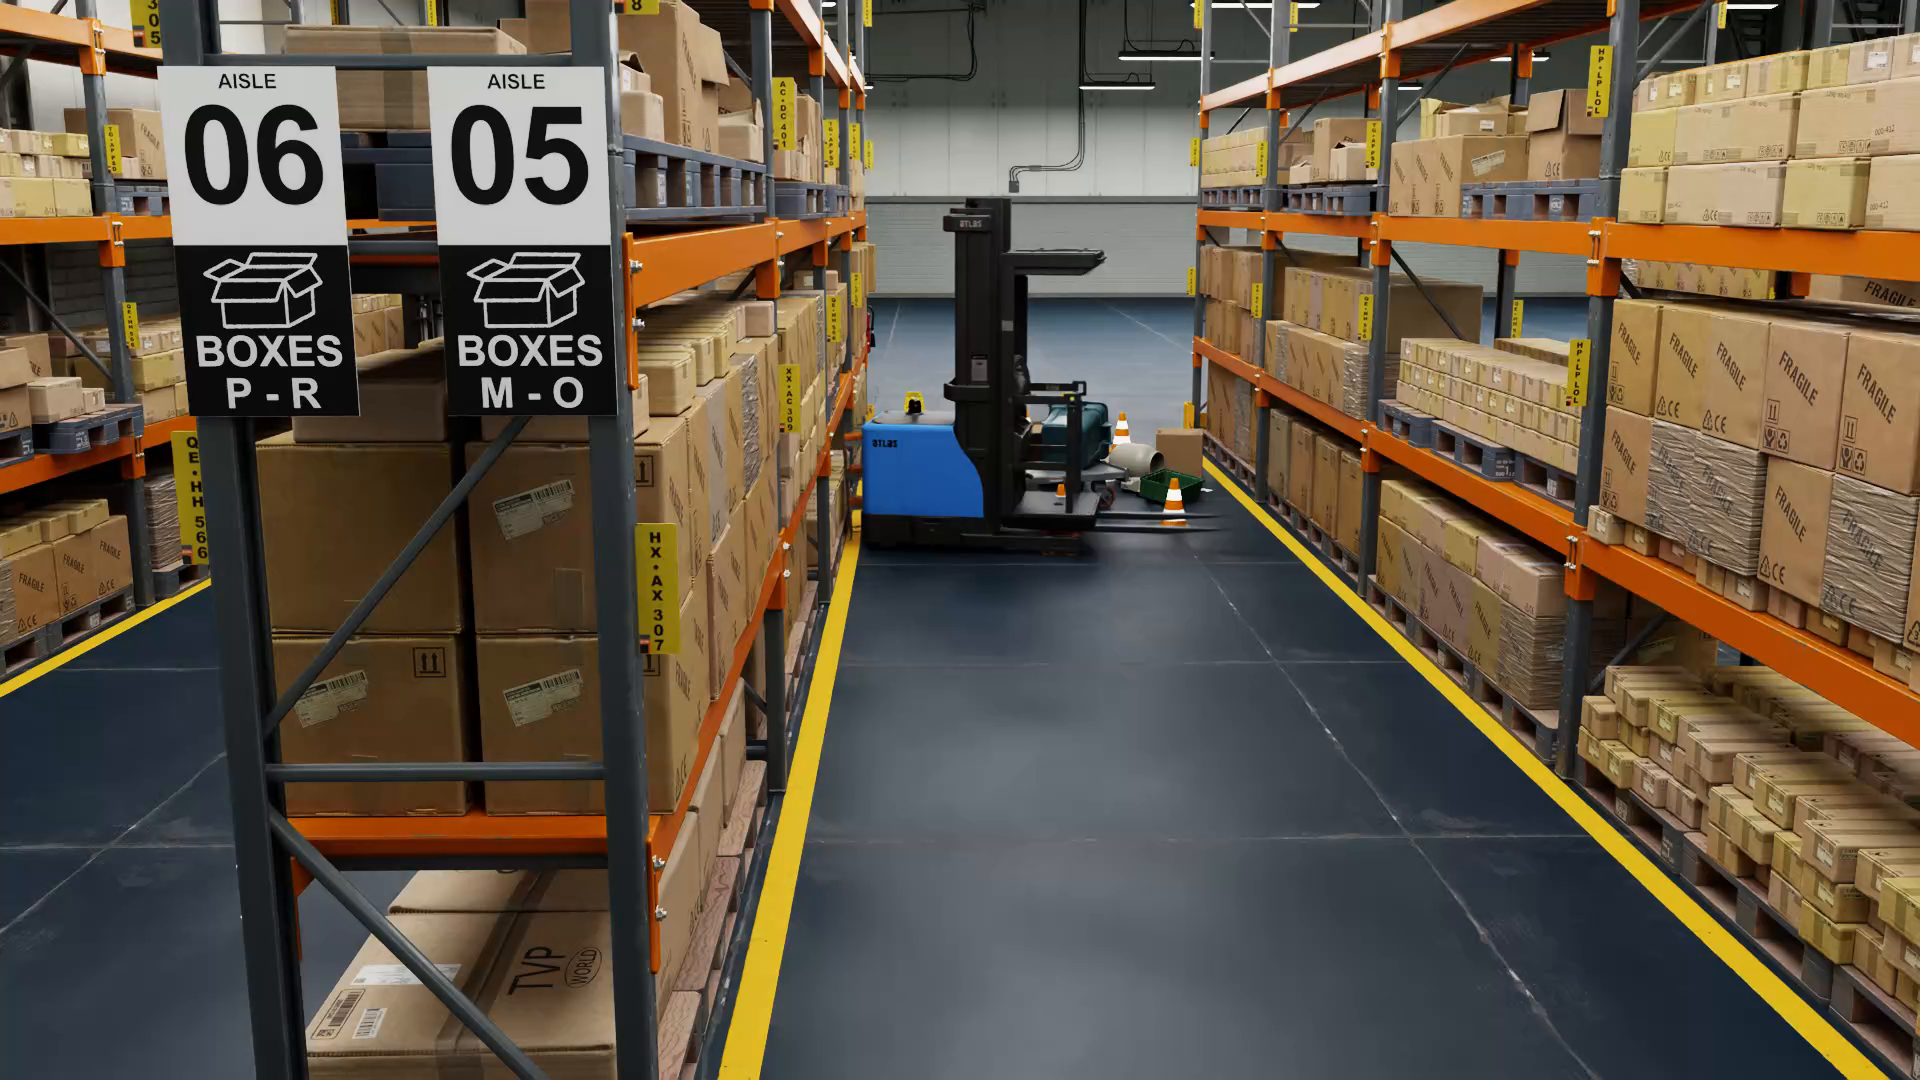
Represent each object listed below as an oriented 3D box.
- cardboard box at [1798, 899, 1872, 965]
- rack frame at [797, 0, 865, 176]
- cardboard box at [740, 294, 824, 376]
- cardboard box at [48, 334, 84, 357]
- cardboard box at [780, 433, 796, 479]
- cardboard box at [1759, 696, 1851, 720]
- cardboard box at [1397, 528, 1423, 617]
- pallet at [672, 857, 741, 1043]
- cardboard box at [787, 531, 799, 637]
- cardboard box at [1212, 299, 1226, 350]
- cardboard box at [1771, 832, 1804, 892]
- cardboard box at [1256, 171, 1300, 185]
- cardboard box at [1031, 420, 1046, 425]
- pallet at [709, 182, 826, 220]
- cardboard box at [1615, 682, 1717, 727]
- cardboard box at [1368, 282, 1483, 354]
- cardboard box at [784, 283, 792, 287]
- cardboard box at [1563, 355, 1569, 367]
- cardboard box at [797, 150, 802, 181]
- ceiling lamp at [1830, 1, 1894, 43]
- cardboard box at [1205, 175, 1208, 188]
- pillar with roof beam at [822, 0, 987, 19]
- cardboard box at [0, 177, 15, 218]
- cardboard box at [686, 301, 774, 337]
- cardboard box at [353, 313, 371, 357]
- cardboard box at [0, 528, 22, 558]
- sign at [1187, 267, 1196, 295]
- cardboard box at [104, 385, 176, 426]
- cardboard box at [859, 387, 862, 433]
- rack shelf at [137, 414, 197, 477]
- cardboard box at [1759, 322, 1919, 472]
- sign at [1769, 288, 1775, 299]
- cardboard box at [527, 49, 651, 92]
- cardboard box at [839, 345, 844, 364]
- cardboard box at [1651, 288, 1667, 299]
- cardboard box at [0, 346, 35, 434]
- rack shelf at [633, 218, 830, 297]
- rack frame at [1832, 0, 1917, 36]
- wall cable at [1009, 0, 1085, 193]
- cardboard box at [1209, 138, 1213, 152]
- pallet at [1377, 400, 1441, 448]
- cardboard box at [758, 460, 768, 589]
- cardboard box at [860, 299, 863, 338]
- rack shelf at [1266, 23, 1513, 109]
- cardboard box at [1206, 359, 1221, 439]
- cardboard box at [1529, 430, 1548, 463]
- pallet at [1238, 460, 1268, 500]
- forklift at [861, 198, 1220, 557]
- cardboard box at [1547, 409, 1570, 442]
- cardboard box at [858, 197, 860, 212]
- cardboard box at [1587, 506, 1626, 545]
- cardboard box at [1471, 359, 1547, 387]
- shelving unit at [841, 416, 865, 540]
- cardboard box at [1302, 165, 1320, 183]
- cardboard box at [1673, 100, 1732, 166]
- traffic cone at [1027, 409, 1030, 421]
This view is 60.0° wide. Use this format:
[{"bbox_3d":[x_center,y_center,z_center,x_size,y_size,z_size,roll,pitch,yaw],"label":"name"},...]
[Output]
[{"bbox_3d":[3.326,1.428,6.089,0.380,0.149,0.250,-1,11,-4],"label":"cardboard box"},{"bbox_3d":[-1.620,-5.537,19.217,1.000,3.000,0.127,0,11,-1],"label":"rack frame"},{"bbox_3d":[-1.164,-1.342,10.861,0.500,0.500,0.500,0,11,0],"label":"cardboard box"},{"bbox_3d":[-6.627,-1.416,12.111,0.380,0.149,0.250,0,11,1],"label":"cardboard box"},{"bbox_3d":[-1.100,-0.471,8.457,0.500,0.250,0.500,-1,11,-3],"label":"cardboard box"},{"bbox_3d":[3.899,0.818,7.600,0.380,0.149,0.250,0,11,-2],"label":"cardboard box"},{"bbox_3d":[3.265,0.214,11.190,0.500,0.500,0.500,0,11,0],"label":"cardboard box"},{"bbox_3d":[-1.407,1.550,6.387,1.003,0.211,1.213,0,11,-1],"label":"pallet"},{"bbox_3d":[-1.510,0.144,10.592,0.875,0.875,0.875,0,11,0],"label":"cardboard box"},{"bbox_3d":[3.299,-2.416,18.545,0.875,0.550,0.550,0,11,-1],"label":"cardboard box"},{"bbox_3d":[3.338,1.228,6.326,0.380,0.149,0.250,0,11,2],"label":"cardboard box"},{"bbox_3d":[3.082,-3.515,16.119,0.380,0.149,0.250,0,11,-1],"label":"cardboard box"},{"bbox_3d":[0.947,-1.034,18.392,0.797,0.503,0.637,-10,15,-40],"label":"cardboard box"},{"bbox_3d":[-1.363,-2.034,9.970,1.003,0.211,1.213,0,11,1],"label":"pallet"},{"bbox_3d":[3.321,0.773,7.824,0.380,0.149,0.250,0,11,2],"label":"cardboard box"},{"bbox_3d":[3.493,-1.675,12.505,0.700,0.500,0.500,0,11,-1],"label":"cardboard box"},{"bbox_3d":[-1.815,-2.108,15.347,0.500,0.500,0.500,0,11,0],"label":"cardboard box"},{"bbox_3d":[3.985,-1.068,10.360,0.380,0.149,0.250,0,11,2],"label":"cardboard box"},{"bbox_3d":[-1.049,-2.025,8.985,0.380,0.166,0.250,-1,12,-5],"label":"cardboard box"},{"bbox_3d":[18.712,-11.728,35.052,2.000,3.185,0.800,0,11,-1],"label":"ceiling lamp"},{"bbox_3d":[3.019,-4.119,19.095,0.380,0.149,0.250,0,11,-1],"label":"cardboard box"},{"bbox_3d":[-3.785,-11.354,47.894,9.100,9.000,0.548,0,11,-1],"label":"pillar with roof beam"},{"bbox_3d":[-6.143,-2.081,10.106,0.500,0.250,0.500,0,11,-1],"label":"cardboard box"},{"bbox_3d":[-1.048,-1.008,7.586,0.380,0.149,0.250,0,11,-2],"label":"cardboard box"},{"bbox_3d":[-6.276,-2.022,16.730,0.500,0.500,0.500,0,11,0],"label":"cardboard box"},{"bbox_3d":[-6.190,0.022,10.504,0.380,0.149,0.250,0,11,-2],"label":"cardboard box"},{"bbox_3d":[2.772,-3.099,19.913,0.100,0.325,0.005,0,11,-1],"label":"sign"},{"bbox_3d":[-6.182,-1.001,12.325,0.500,0.250,0.500,0,11,-1],"label":"cardboard box"},{"bbox_3d":[-1.312,-1.355,17.667,0.500,0.500,0.500,0,11,2],"label":"cardboard box"},{"bbox_3d":[-6.459,-1.030,13.902,1.077,0.370,4.000,0,11,-1],"label":"rack shelf"},{"bbox_3d":[3.355,-0.540,6.164,0.500,0.500,0.500,-1,11,-3],"label":"cardboard box"},{"bbox_3d":[7.828,-2.263,15.990,0.100,0.325,0.005,0,11,-1],"label":"sign"},{"bbox_3d":[-1.271,-1.395,5.263,0.500,0.311,0.500,0,11,0],"label":"cardboard box"},{"bbox_3d":[-1.213,-1.629,14.618,0.380,0.149,0.250,0,11,-1],"label":"cardboard box"},{"bbox_3d":[8.402,-2.624,18.947,0.875,0.500,0.500,0,11,-1],"label":"cardboard box"},{"bbox_3d":[-6.199,-0.918,10.223,0.797,0.503,0.637,-1,11,-2],"label":"cardboard box"},{"bbox_3d":[-1.414,-1.726,9.788,1.077,0.370,4.000,0,11,-1],"label":"rack shelf"},{"bbox_3d":[8.370,-4.782,15.498,1.000,3.000,0.127,0,11,-1],"label":"rack frame"},{"bbox_3d":[2.663,-13.630,50.559,2.305,6.003,0.169,0,11,-1],"label":"wall cable"},{"bbox_3d":[3.025,-4.461,18.779,0.380,0.149,0.250,0,11,-2],"label":"cardboard box"},{"bbox_3d":[3.613,-0.811,11.497,1.213,0.211,1.003,0,11,-1],"label":"pallet"},{"bbox_3d":[-1.091,-0.067,7.092,0.500,0.500,0.500,-1,11,-3],"label":"cardboard box"},{"bbox_3d":[-1.321,-2.485,18.266,0.500,0.500,0.500,0,11,-1],"label":"cardboard box"},{"bbox_3d":[3.451,-3.836,13.648,1.077,0.370,4.000,0,11,-1],"label":"rack shelf"},{"bbox_3d":[3.407,-1.667,19.519,0.875,0.875,0.875,0,11,-1],"label":"cardboard box"},{"bbox_3d":[3.359,-0.514,9.122,0.380,0.149,0.250,0,11,-1],"label":"cardboard box"},{"bbox_3d":[3.472,-0.627,17.117,1.003,0.211,1.213,0,11,-1],"label":"pallet"},{"bbox_3d":[0.716,-1.411,14.141,3.031,2.935,1.130,2,12,8],"label":"forklift"},{"bbox_3d":[3.362,-0.611,8.852,0.380,0.149,0.250,0,11,-1],"label":"cardboard box"},{"bbox_3d":[-1.257,-3.569,17.692,0.380,0.149,0.250,0,11,-2],"label":"cardboard box"},{"bbox_3d":[3.253,-0.071,7.995,0.380,0.149,0.250,0,11,1],"label":"cardboard box"},{"bbox_3d":[3.338,-1.017,10.109,0.380,0.149,0.250,0,11,-2],"label":"cardboard box"},{"bbox_3d":[-0.897,-0.541,14.549,0.215,1.050,0.252,-4,11,-2],"label":"shelving unit"},{"bbox_3d":[3.178,-3.164,14.390,0.380,0.149,0.250,0,11,-1],"label":"cardboard box"},{"bbox_3d":[3.350,-1.697,6.957,0.500,0.250,0.500,0,11,-1],"label":"cardboard box"},{"bbox_3d":[0.781,-1.345,20.026,0.336,0.463,0.334,0,11,-1],"label":"traffic cone"}]
